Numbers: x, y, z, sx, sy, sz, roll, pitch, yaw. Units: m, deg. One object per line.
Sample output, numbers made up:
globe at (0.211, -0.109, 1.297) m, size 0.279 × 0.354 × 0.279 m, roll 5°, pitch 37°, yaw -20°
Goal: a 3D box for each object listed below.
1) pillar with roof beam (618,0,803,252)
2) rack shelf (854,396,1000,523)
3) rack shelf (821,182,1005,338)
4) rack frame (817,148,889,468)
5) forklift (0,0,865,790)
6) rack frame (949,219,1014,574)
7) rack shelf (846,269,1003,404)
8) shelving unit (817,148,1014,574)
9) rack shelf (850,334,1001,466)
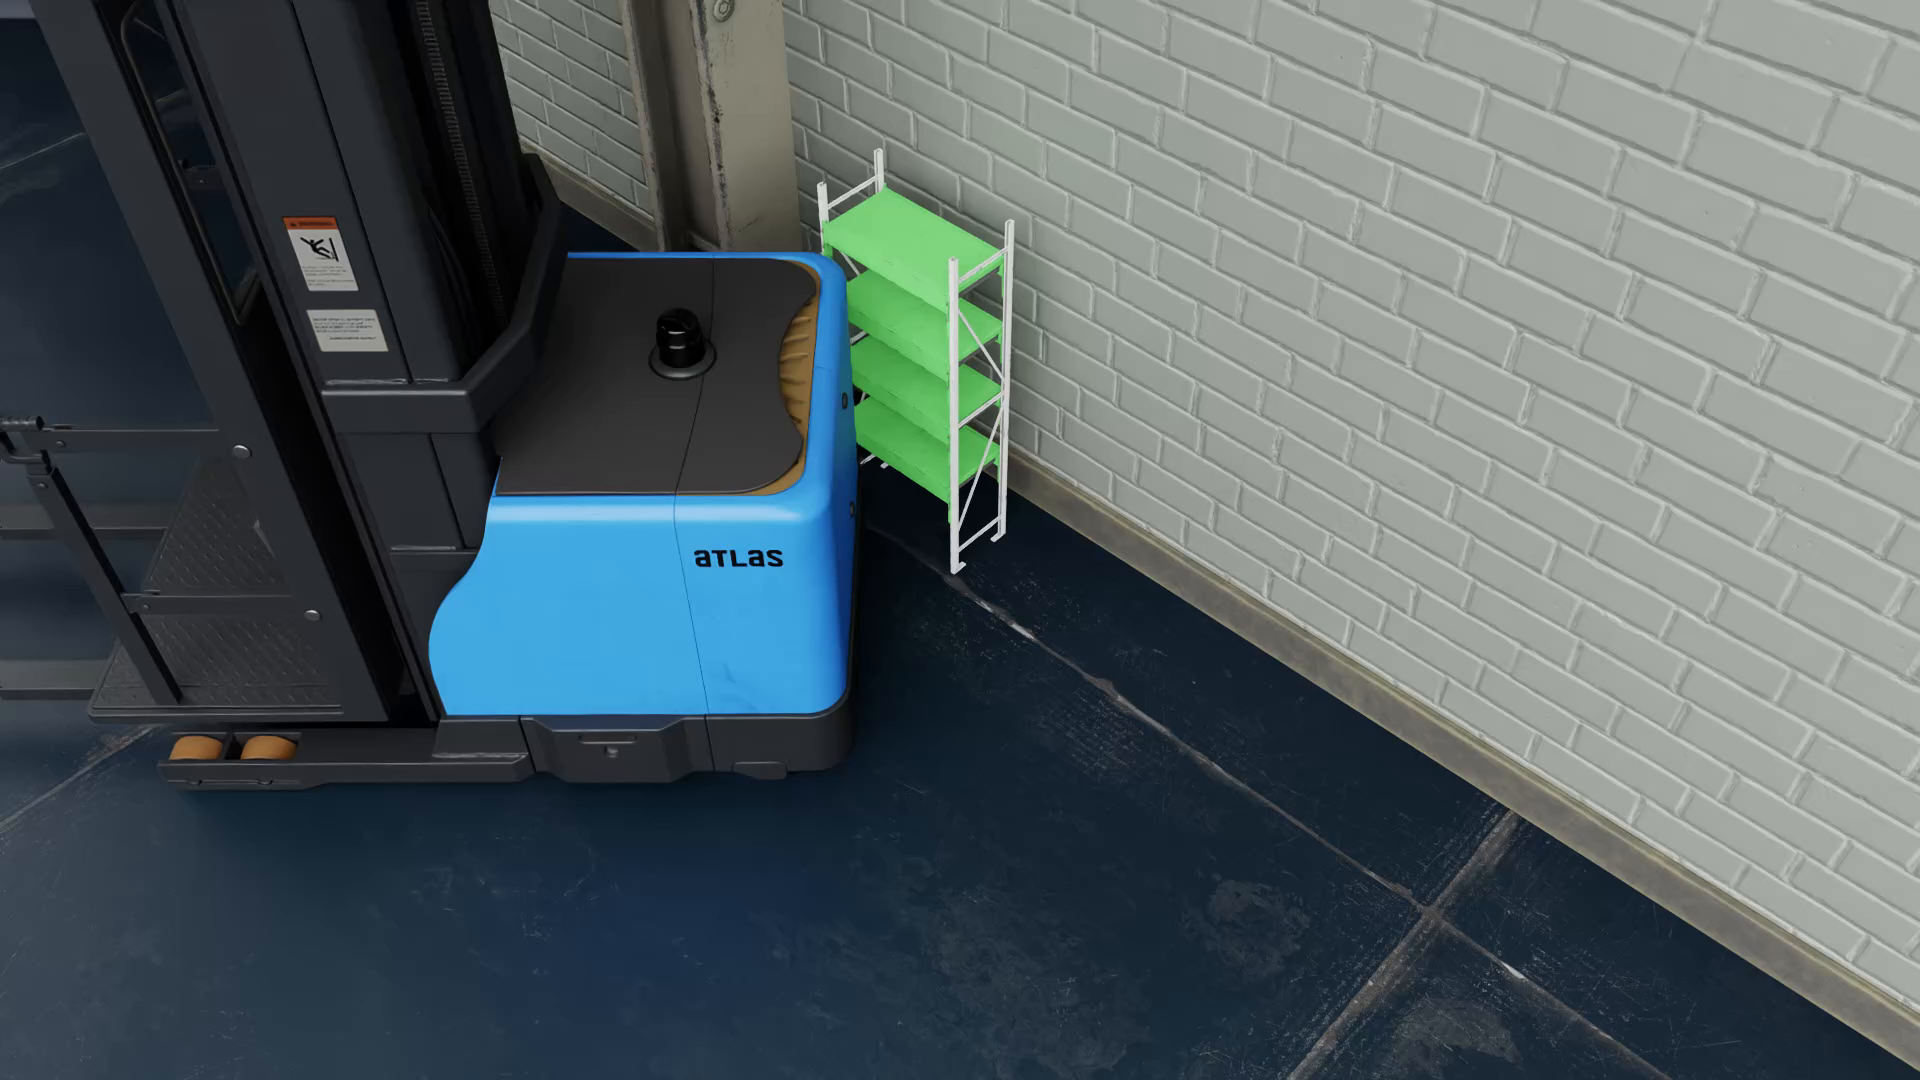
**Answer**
pillar with roof beam at (-3.689, -1.453, 0.442) m, size 0.400 × 9.000 × 9.100 m, roll 34°, pitch 55°, yaw 28°
rack shelf at (-0.122, -0.285, 5.111) m, size 0.480 × 0.148 × 0.258 m, roll 34°, pitch 55°, yaw 28°
rack shelf at (-0.122, -0.777, 4.586) m, size 0.480 × 0.148 × 0.258 m, roll 34°, pitch 55°, yaw 28°
rack frame at (-0.301, -0.613, 5.003) m, size 0.015 × 1.200 × 0.240 m, roll 34°, pitch 55°, yaw 28°
forklift at (-1.810, -0.699, 3.896) m, size 3.031 × 2.935 × 1.130 m, roll 0°, pitch 47°, yaw 0°
rack frame at (0.058, -0.372, 4.776) m, size 0.015 × 1.200 × 0.240 m, roll 34°, pitch 55°, yaw 28°
rack shelf at (-0.122, -0.613, 4.761) m, size 0.480 × 0.148 × 0.258 m, roll 34°, pitch 55°, yaw 28°
shelving unit at (-0.122, -0.493, 4.889) m, size 0.503 × 1.200 × 0.258 m, roll 34°, pitch 55°, yaw 28°
rack shelf at (-0.122, -0.449, 4.936) m, size 0.480 × 0.148 × 0.258 m, roll 34°, pitch 55°, yaw 28°
